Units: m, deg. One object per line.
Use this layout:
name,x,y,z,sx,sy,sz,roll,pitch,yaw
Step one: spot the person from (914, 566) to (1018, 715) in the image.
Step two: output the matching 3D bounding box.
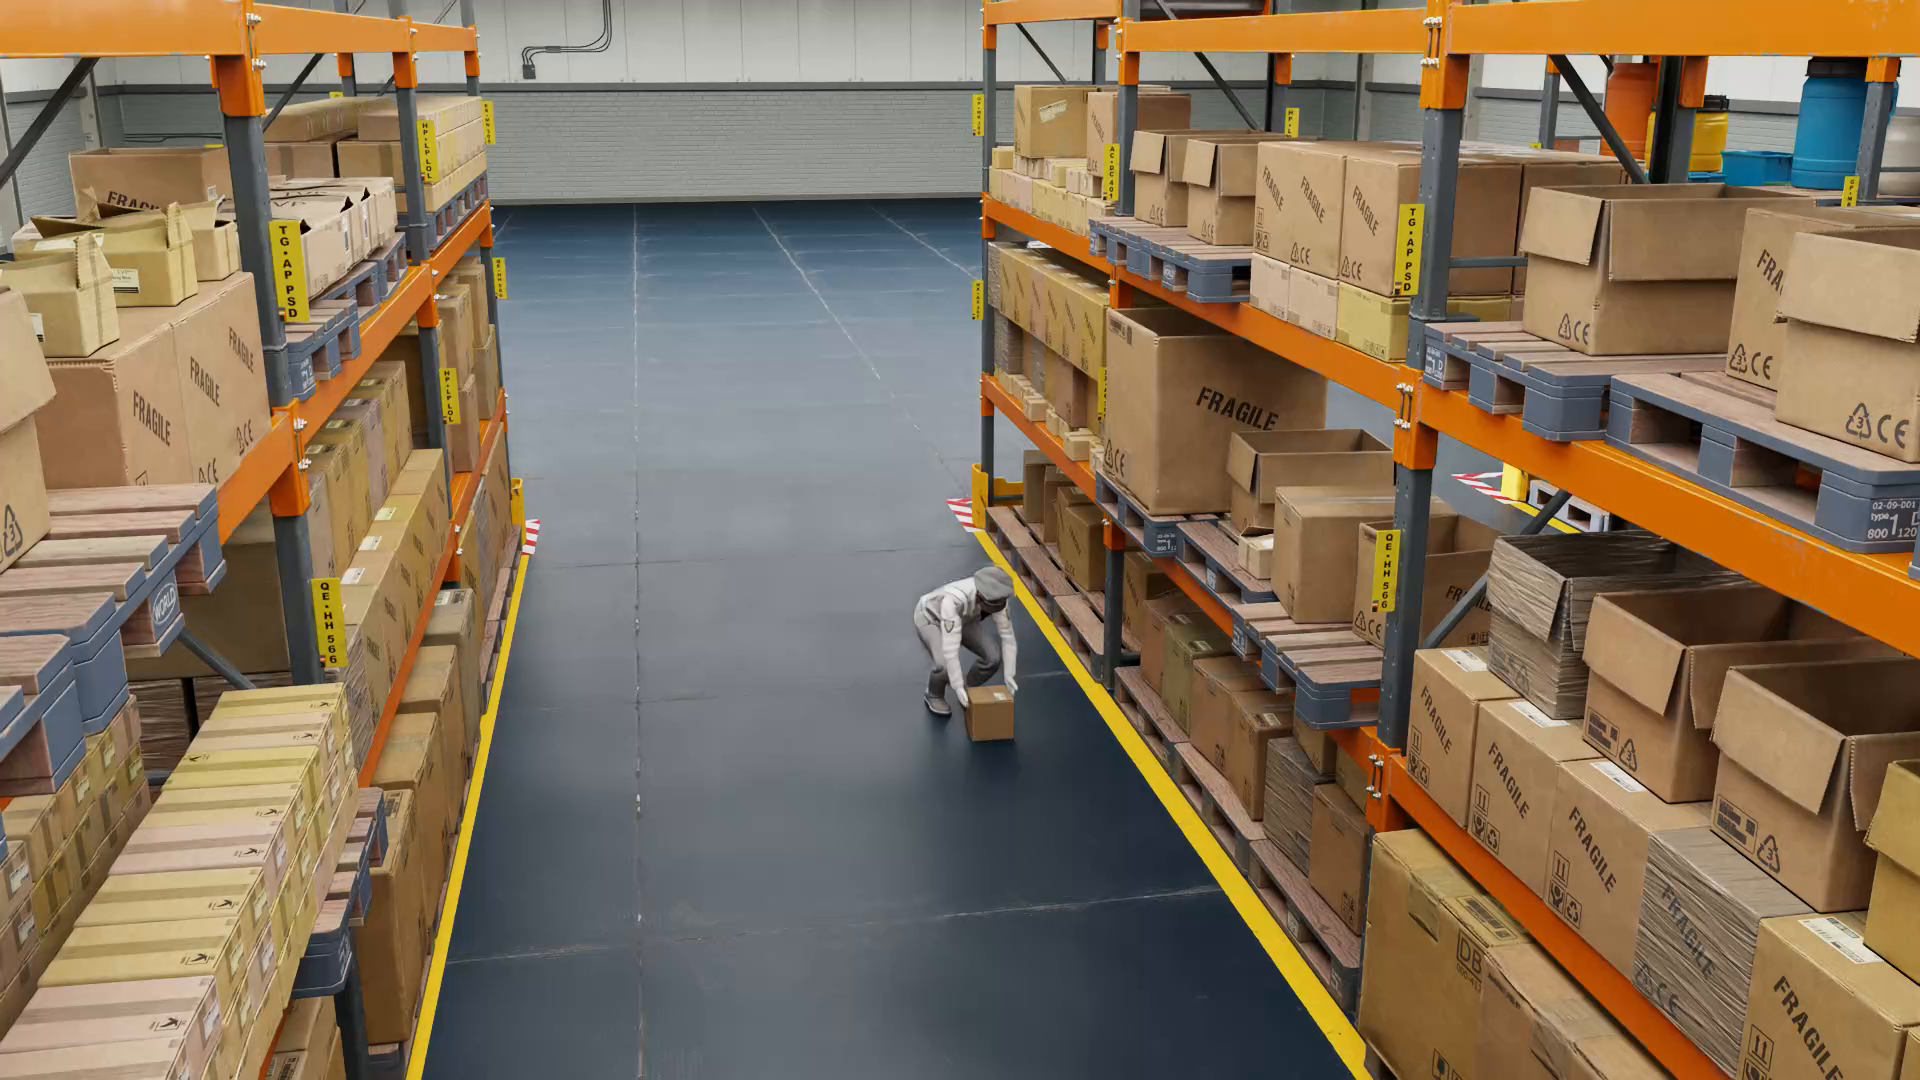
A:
person,0.049,0.589,10.218,0.496,1.005,0.841,-7,18,-24
